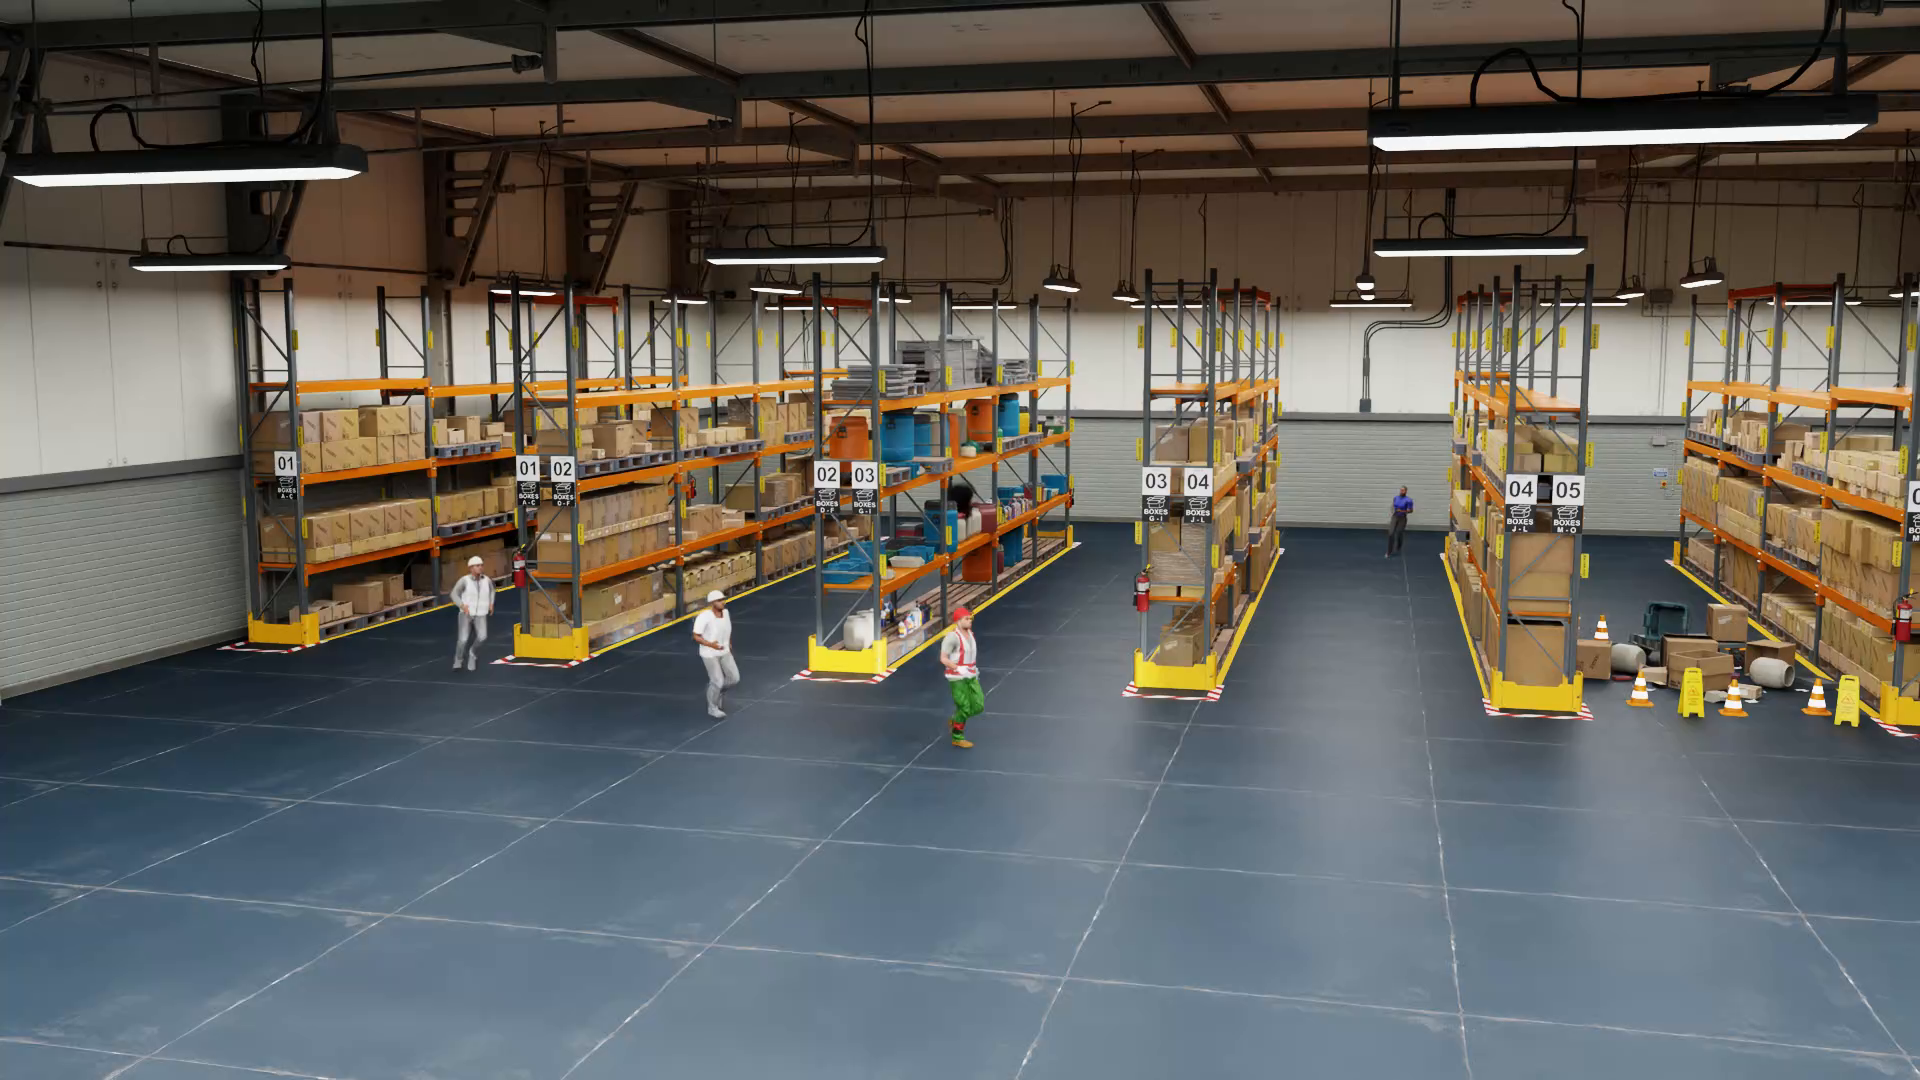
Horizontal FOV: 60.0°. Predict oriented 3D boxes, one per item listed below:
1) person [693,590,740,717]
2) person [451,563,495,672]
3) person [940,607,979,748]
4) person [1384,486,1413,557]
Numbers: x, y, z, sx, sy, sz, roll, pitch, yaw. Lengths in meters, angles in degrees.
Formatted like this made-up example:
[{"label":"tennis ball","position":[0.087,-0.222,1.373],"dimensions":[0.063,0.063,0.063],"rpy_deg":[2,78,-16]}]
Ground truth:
[{"label":"person","position":[-3.205,1.513,22.045],"dimensions":[0.557,1.717,0.705],"rpy_deg":[6,9,41]},{"label":"person","position":[-7.371,1.147,25.303],"dimensions":[0.714,1.689,0.622],"rpy_deg":[-4,8,-30]},{"label":"person","position":[0.017,1.691,20.435],"dimensions":[0.590,1.744,0.659],"rpy_deg":[5,9,38]},{"label":"person","position":[10.266,-0.410,38.664],"dimensions":[0.591,1.701,0.705],"rpy_deg":[4,8,33]}]
